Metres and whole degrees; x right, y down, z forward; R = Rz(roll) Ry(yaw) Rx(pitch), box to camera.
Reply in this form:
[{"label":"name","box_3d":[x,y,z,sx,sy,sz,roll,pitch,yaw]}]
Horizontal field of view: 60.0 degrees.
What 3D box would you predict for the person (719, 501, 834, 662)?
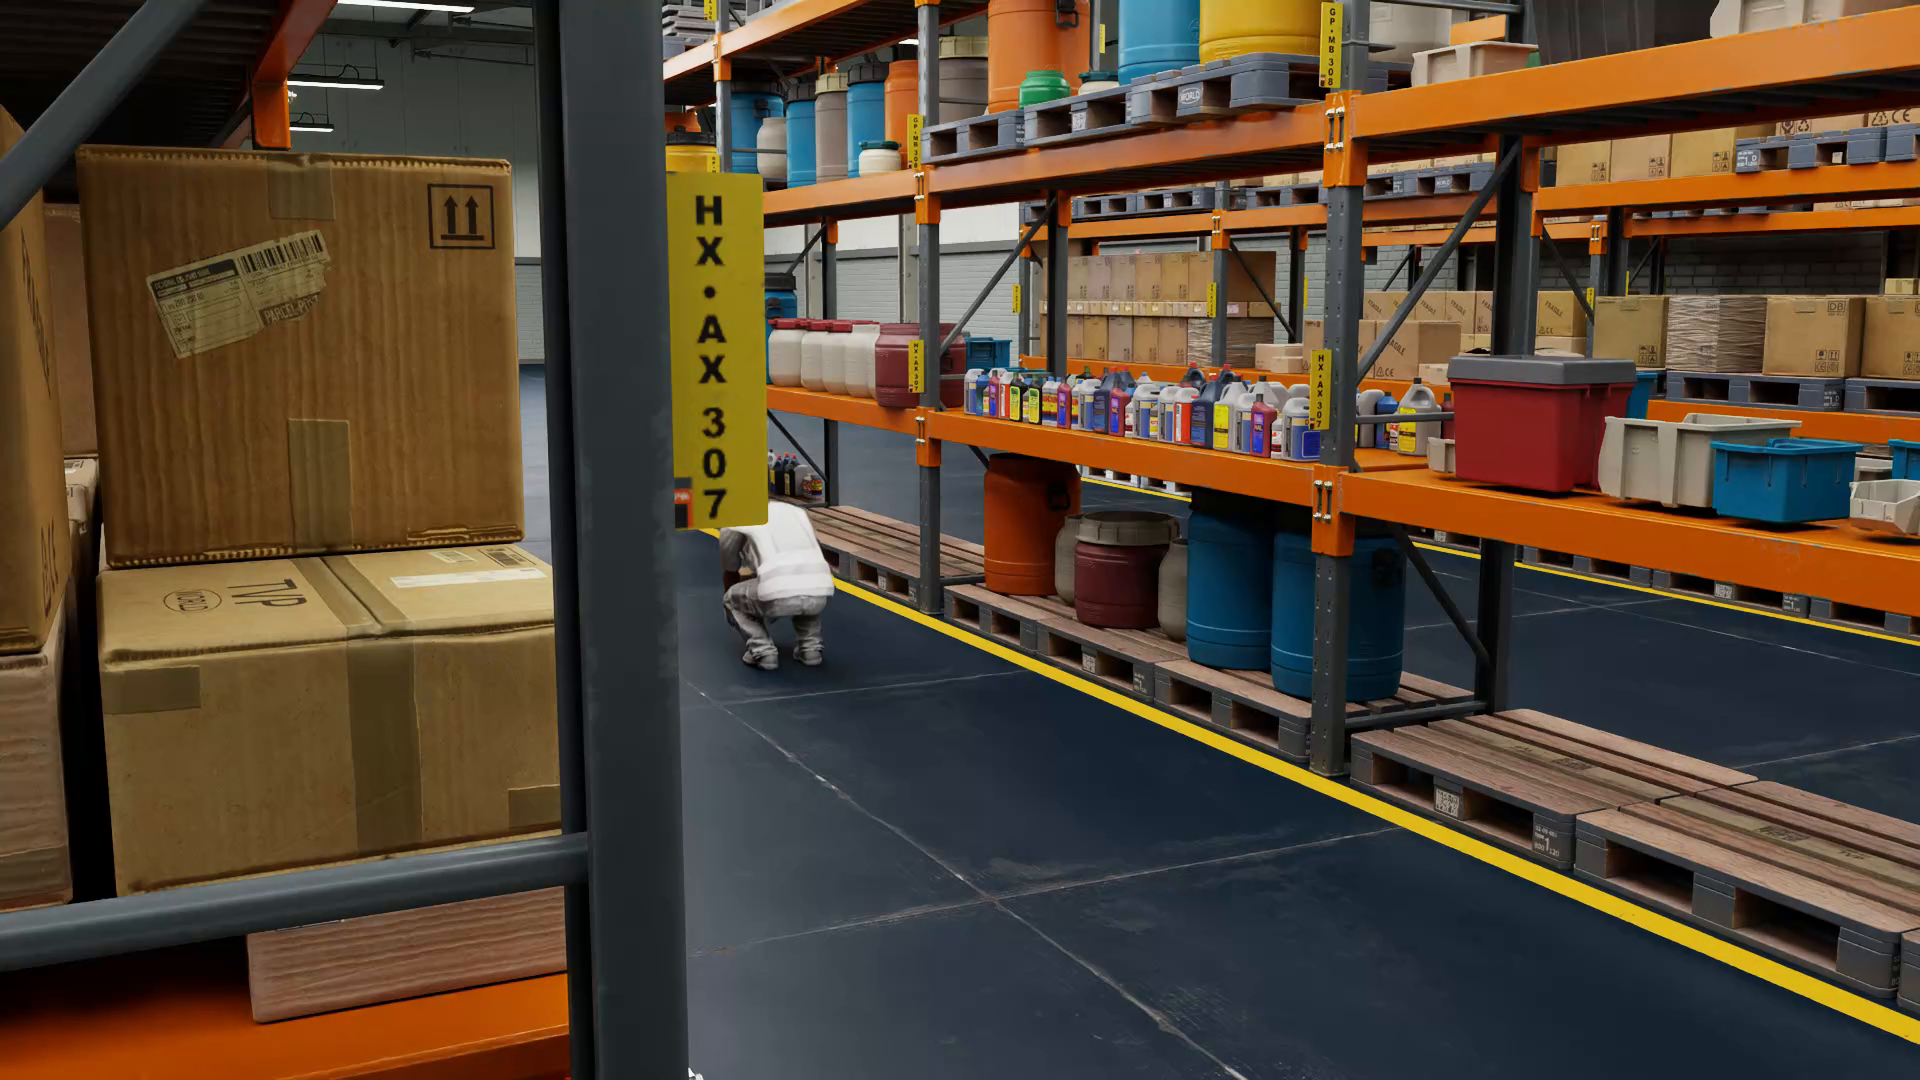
[{"label":"person","box_3d":[-1.056,0.160,9.272,0.565,0.968,0.903,-4,9,-27]}]
